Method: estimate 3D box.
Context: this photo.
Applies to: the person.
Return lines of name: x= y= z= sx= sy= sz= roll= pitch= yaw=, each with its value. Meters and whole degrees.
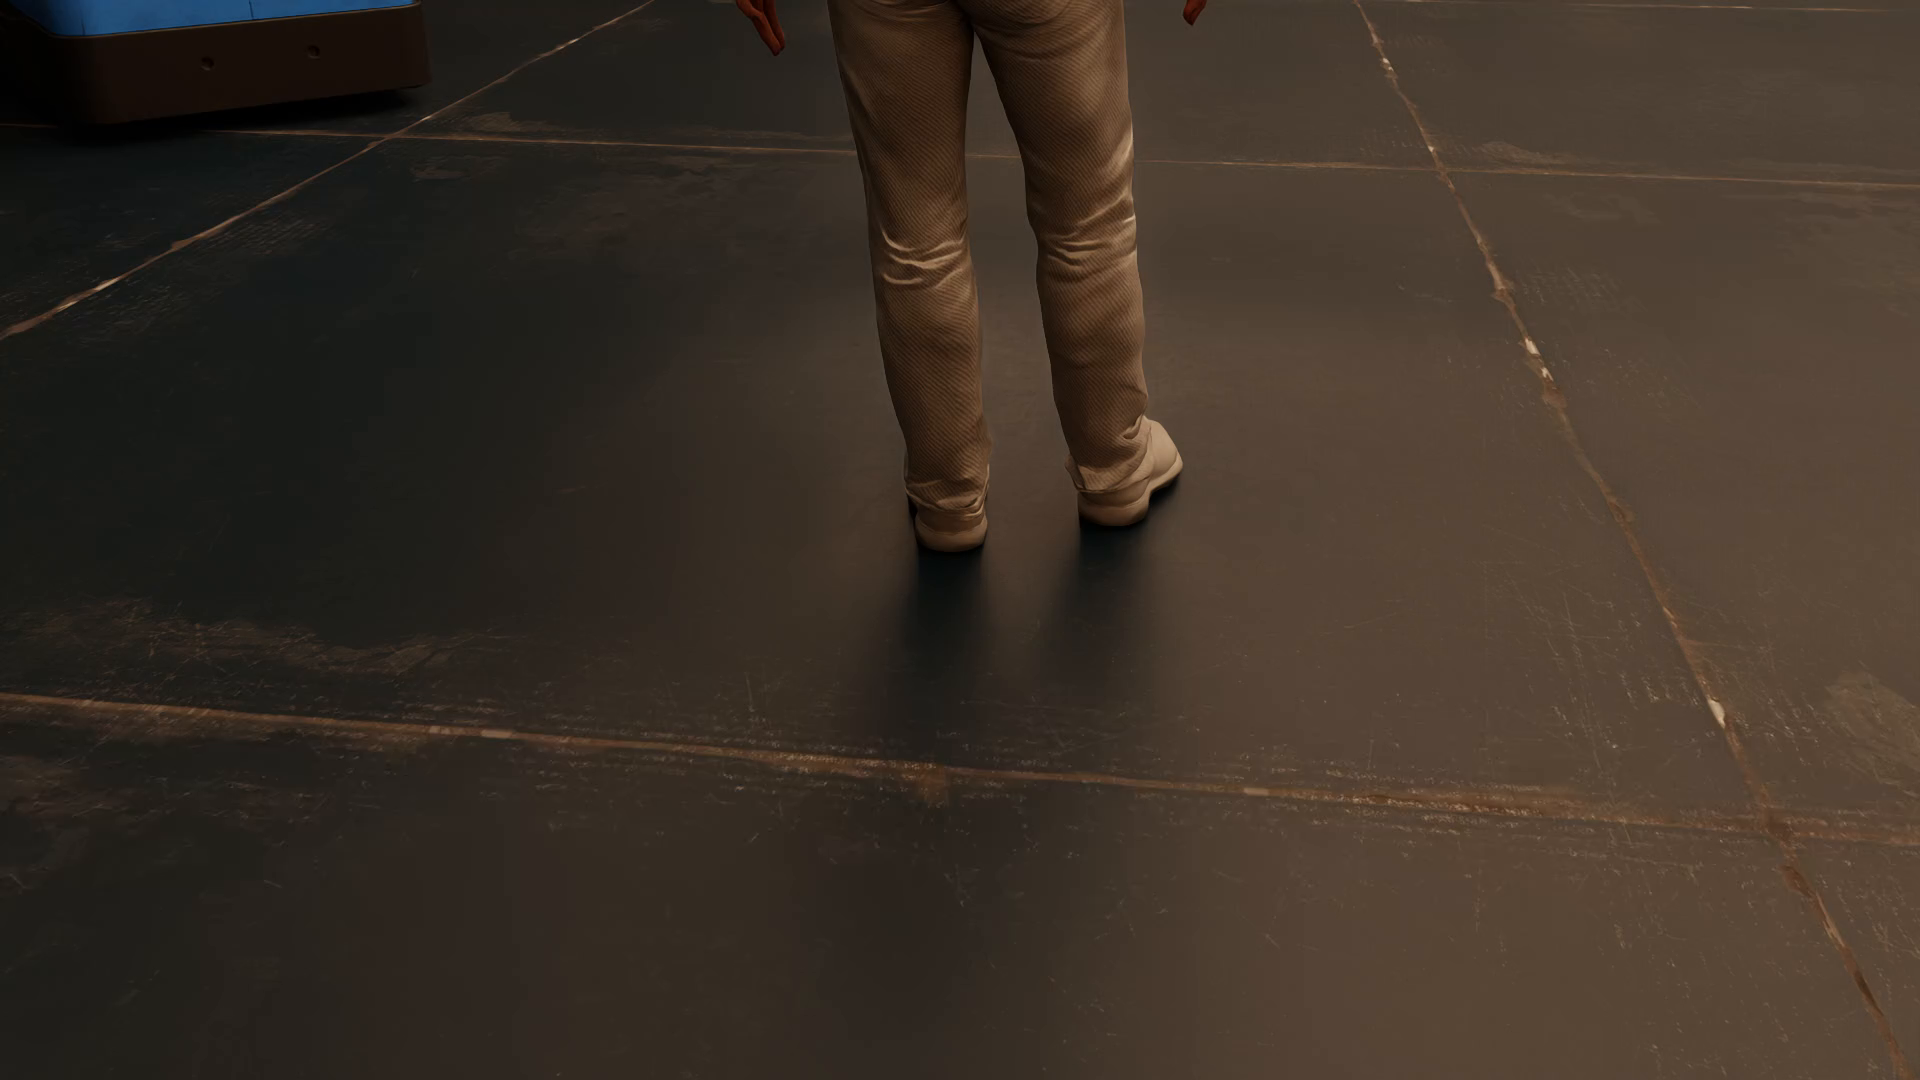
person: x=0.015 y=-0.827 z=2.163 sx=0.666 sy=1.765 sz=0.577 roll=3 pitch=27 yaw=7

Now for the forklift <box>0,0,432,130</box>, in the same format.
forklift: x=-2.939 y=-3.078 z=5.387 sx=1.130 sy=2.935 sz=3.031 roll=-18 pitch=32 yaw=-32
